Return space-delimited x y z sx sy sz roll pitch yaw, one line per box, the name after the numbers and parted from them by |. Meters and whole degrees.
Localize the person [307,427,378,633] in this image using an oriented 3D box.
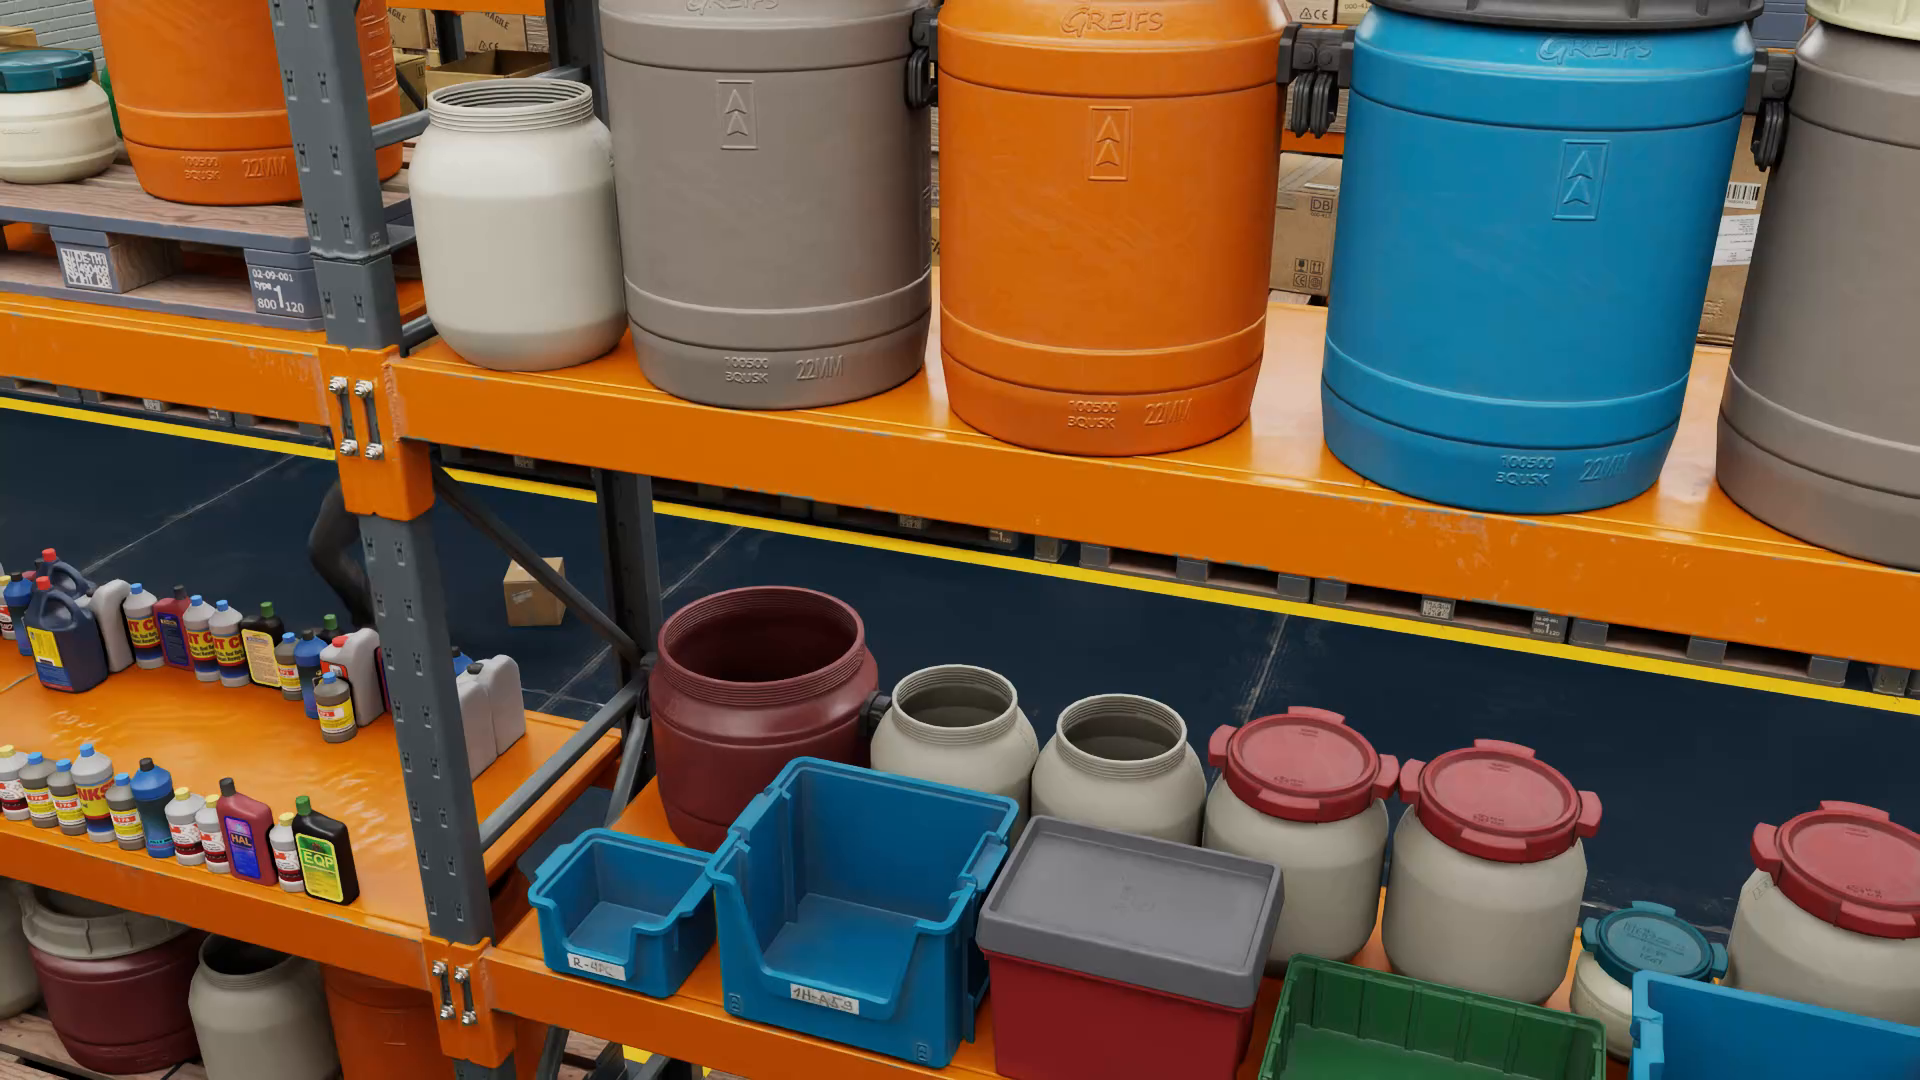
-2.748 -0.255 7.645 0.509 1.705 0.488 -2 26 -4 | person
